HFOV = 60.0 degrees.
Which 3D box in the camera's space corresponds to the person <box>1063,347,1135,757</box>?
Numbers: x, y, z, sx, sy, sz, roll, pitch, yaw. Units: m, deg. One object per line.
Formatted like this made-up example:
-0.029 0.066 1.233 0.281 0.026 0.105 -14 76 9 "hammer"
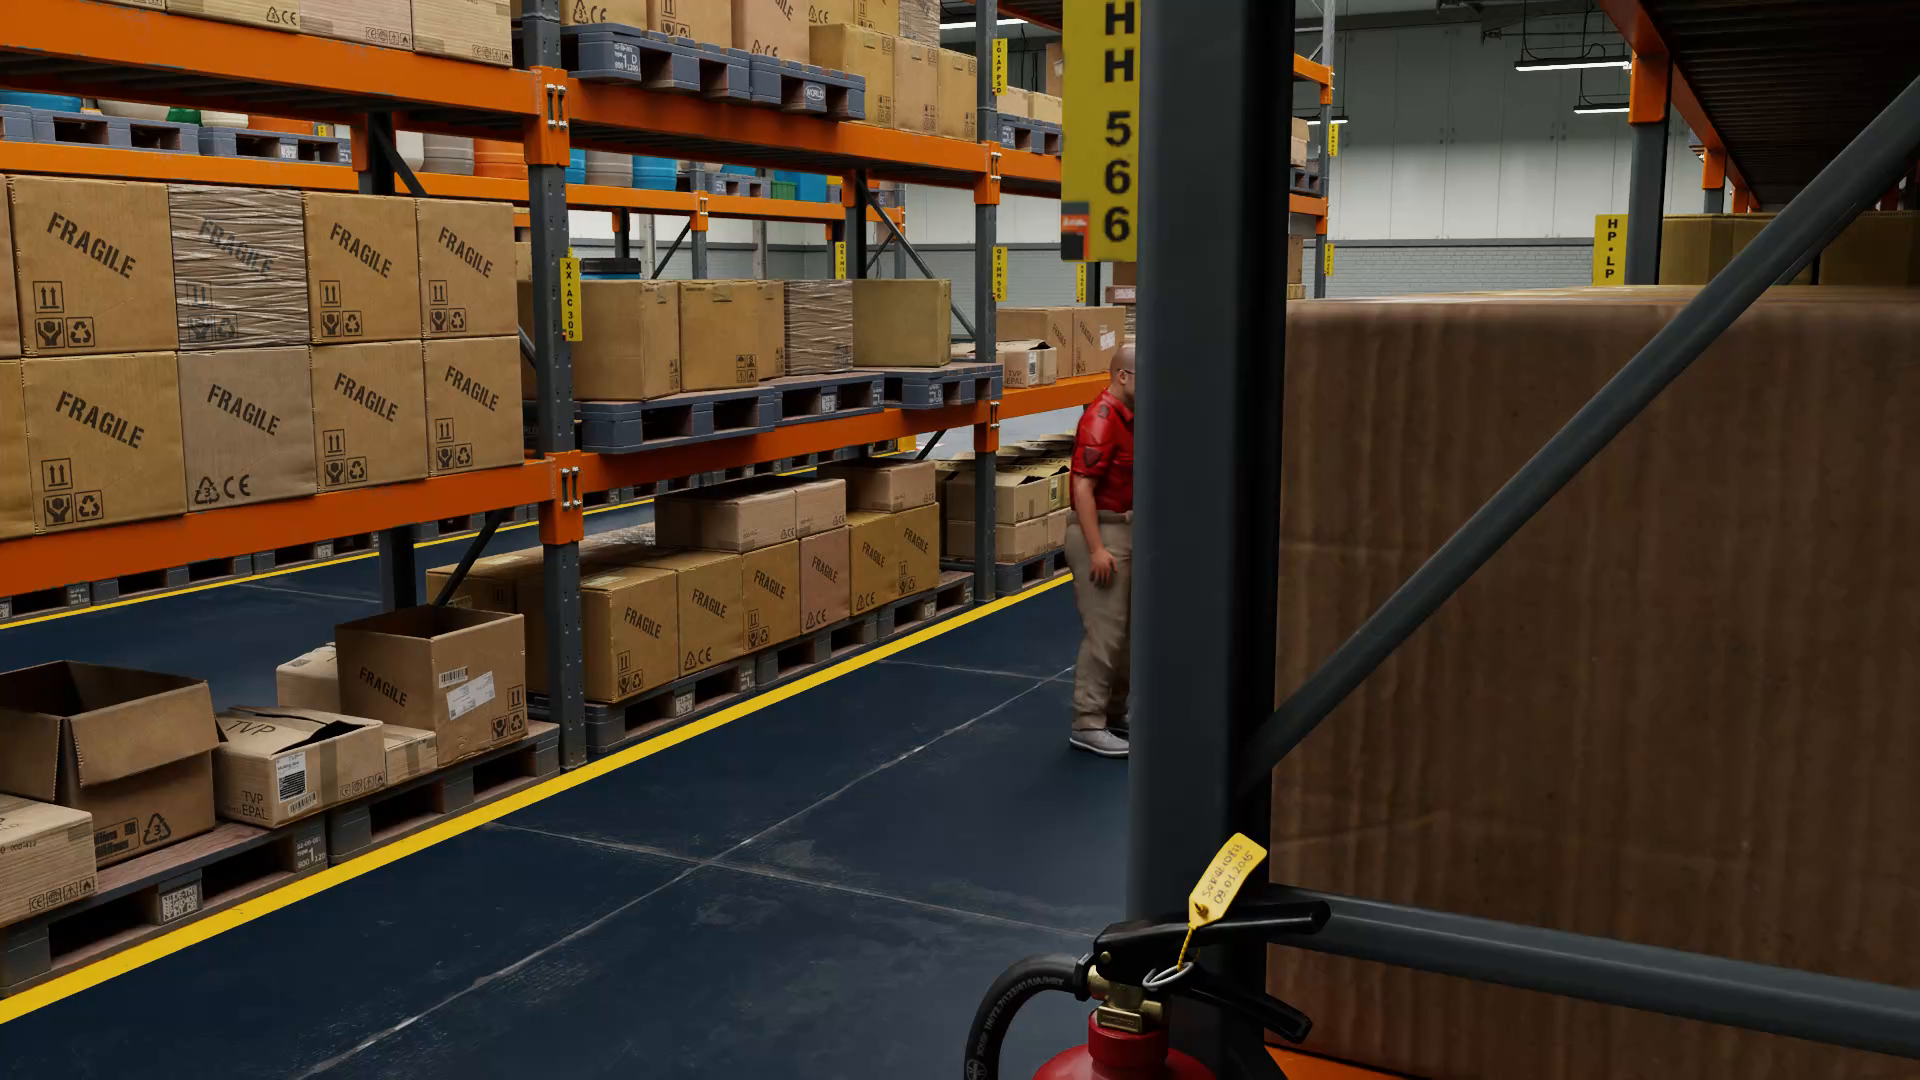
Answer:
0.674 0.029 7.230 0.392 1.726 0.585 4 10 26 "person"
